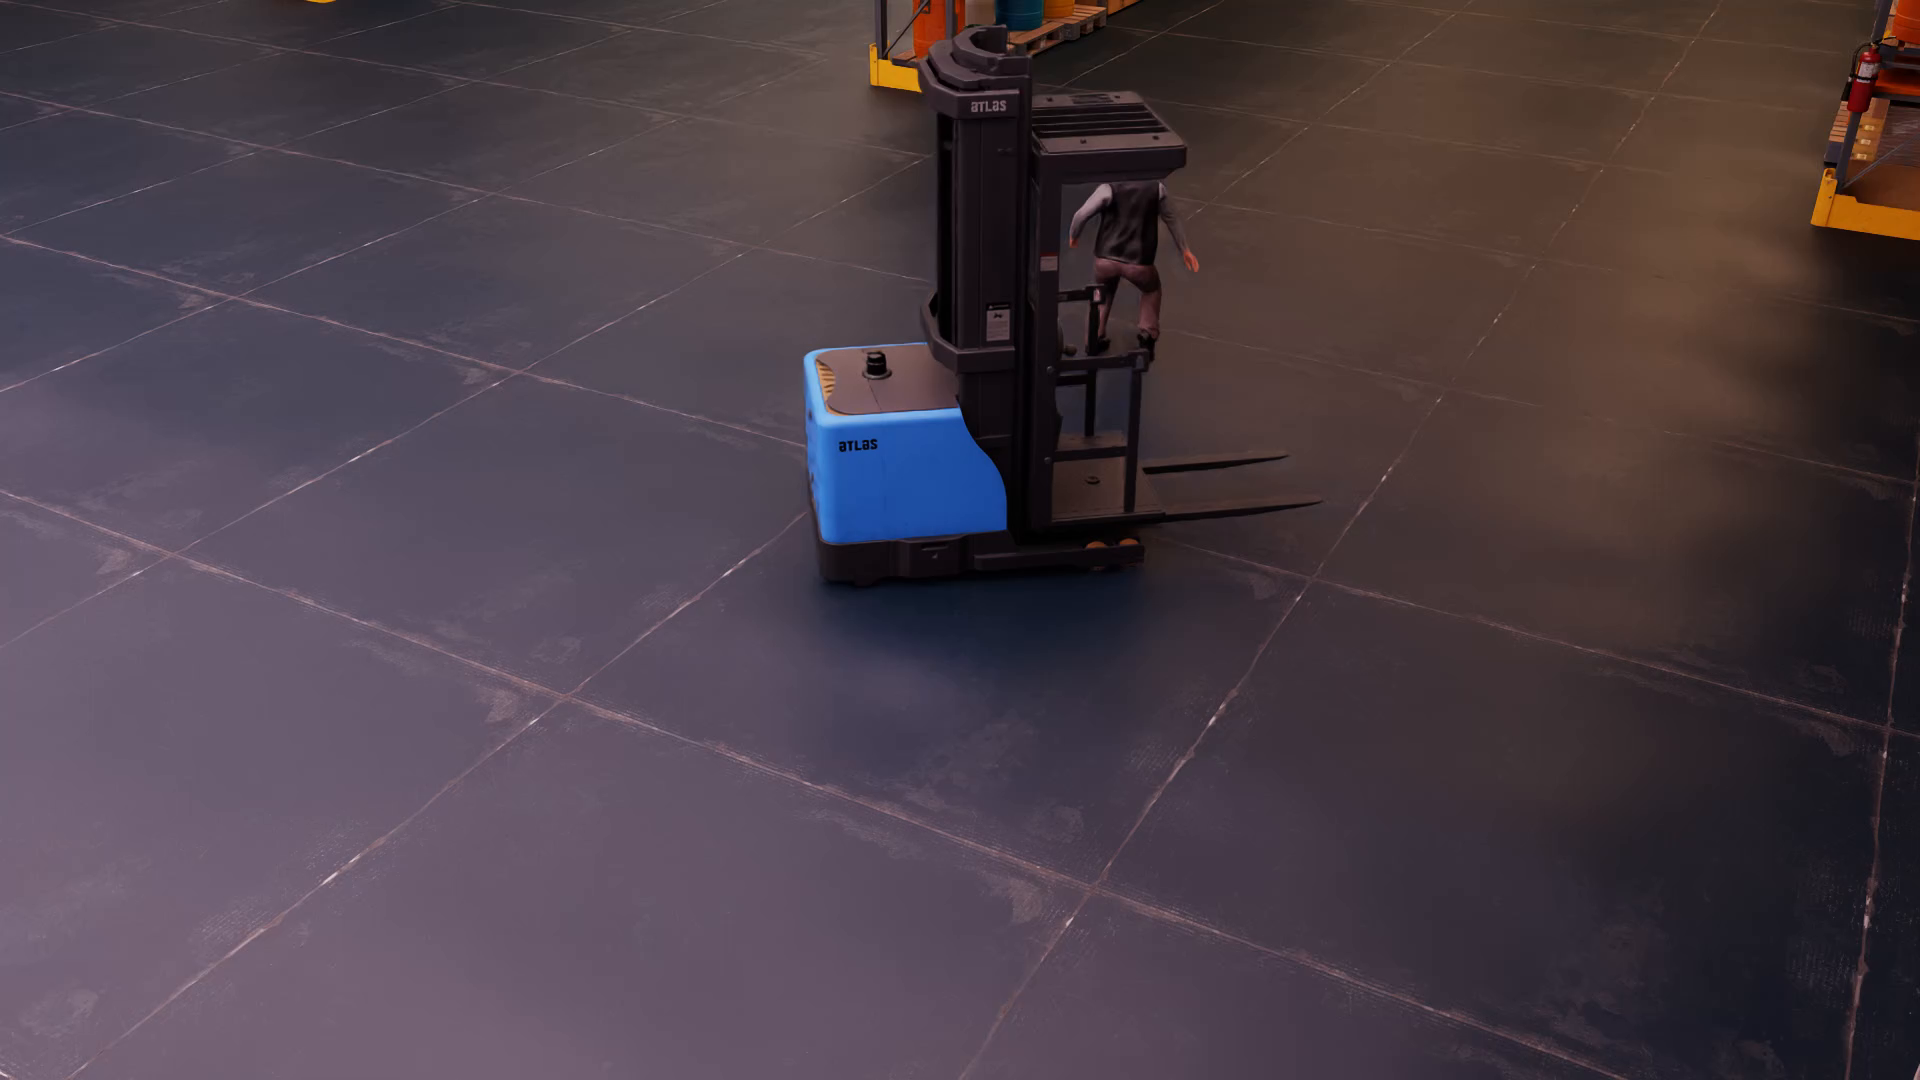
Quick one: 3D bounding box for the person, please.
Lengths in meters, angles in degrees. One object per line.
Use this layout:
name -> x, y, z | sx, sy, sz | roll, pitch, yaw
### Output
person -> 1.262, -2.060, 12.085 | 0.939, 1.574, 0.508 | 2, 30, 4

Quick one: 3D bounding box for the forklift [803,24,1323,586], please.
forklift -> 0.628, -1.348, 9.407 | 3.031, 2.935, 1.130 | -5, 30, -8
